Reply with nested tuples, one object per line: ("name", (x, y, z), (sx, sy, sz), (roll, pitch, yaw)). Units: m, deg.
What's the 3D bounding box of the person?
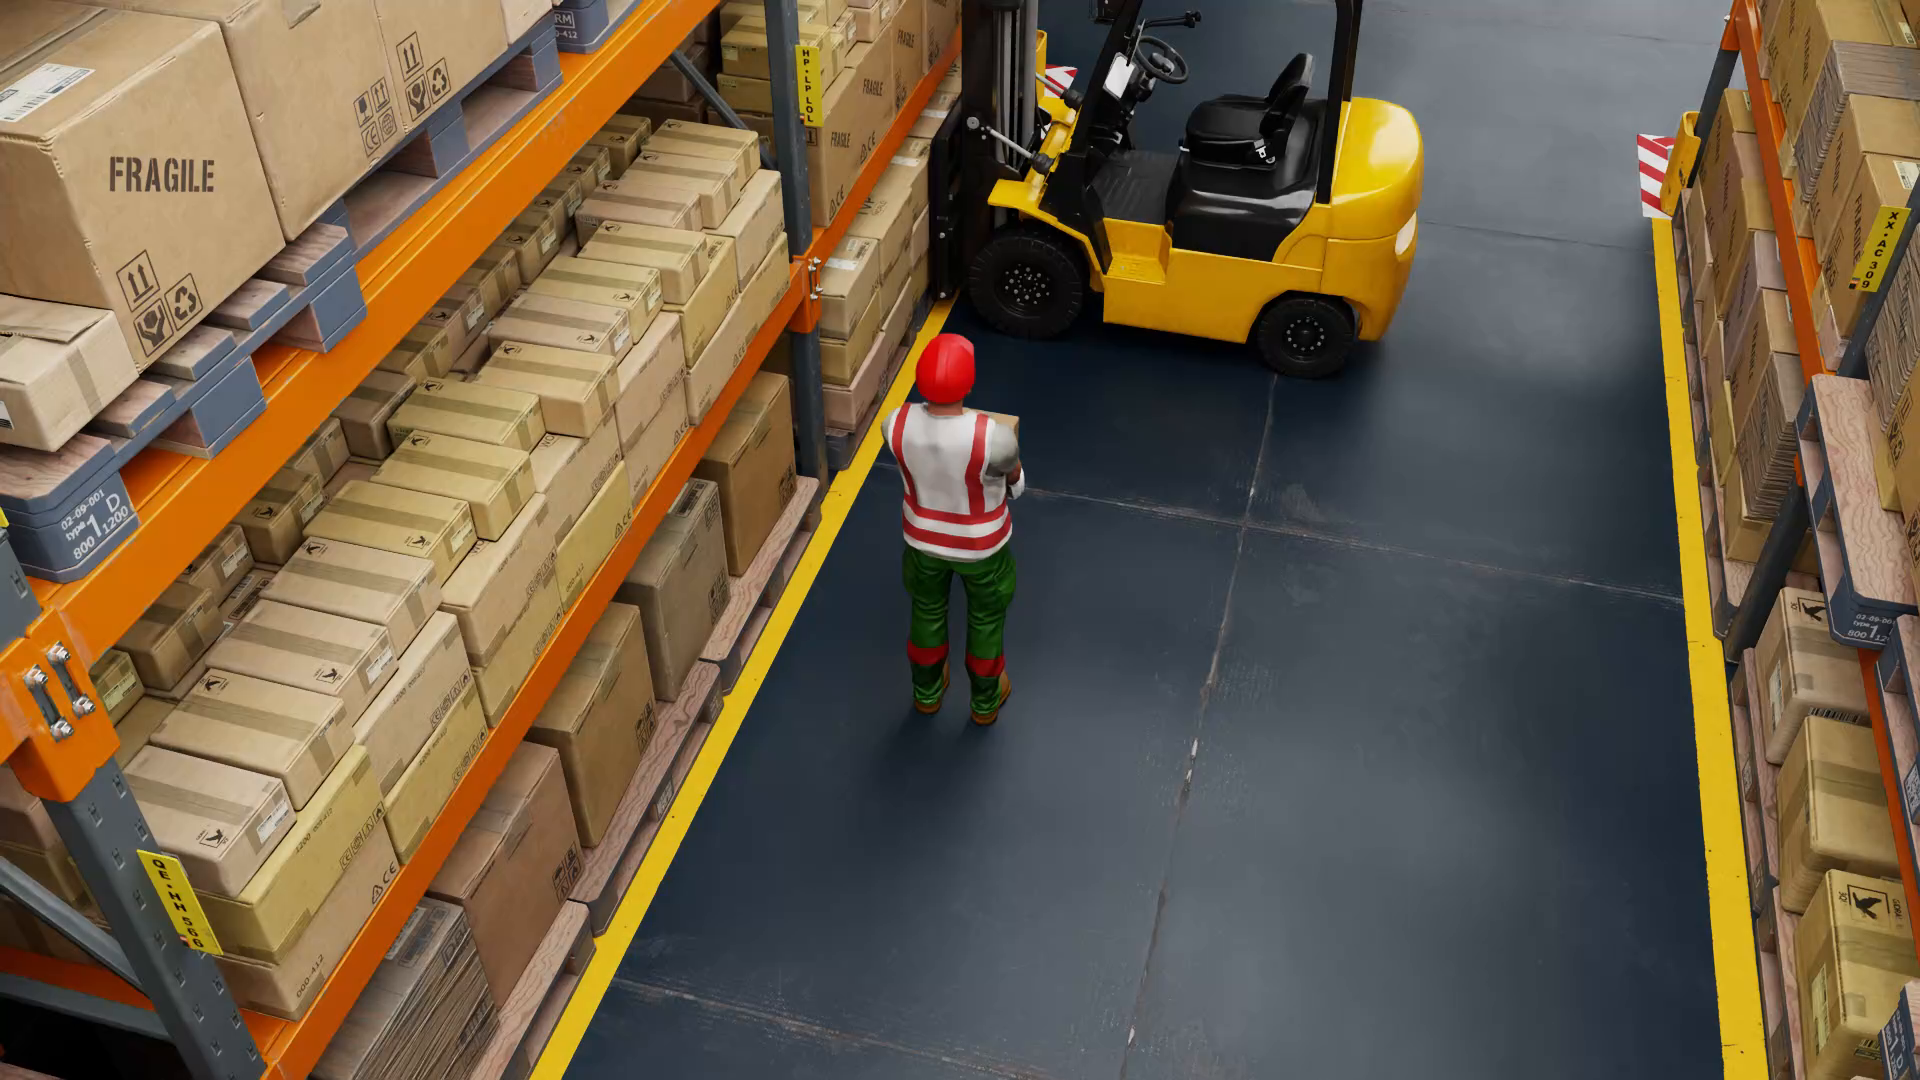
("person", (0.002, -0.081, 6.238), (0.494, 1.782, 0.561), (11, 42, 12))
